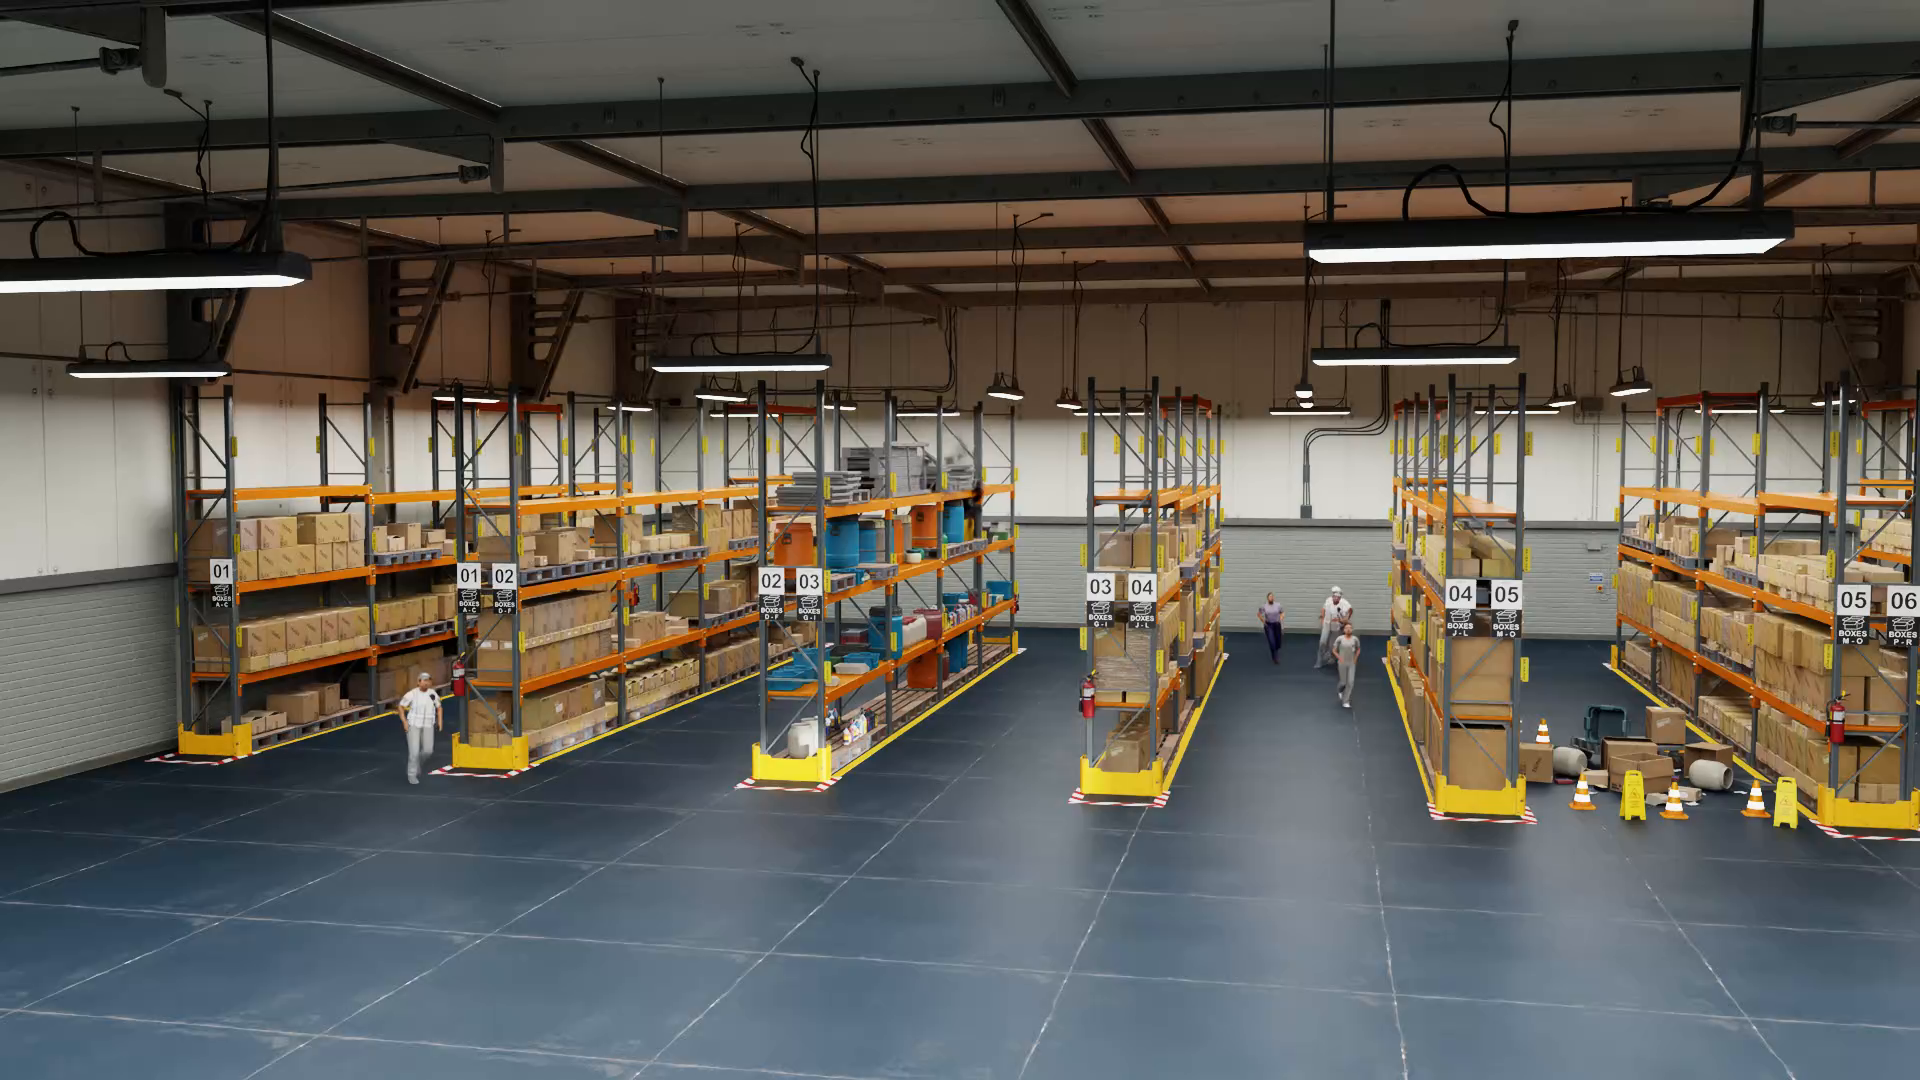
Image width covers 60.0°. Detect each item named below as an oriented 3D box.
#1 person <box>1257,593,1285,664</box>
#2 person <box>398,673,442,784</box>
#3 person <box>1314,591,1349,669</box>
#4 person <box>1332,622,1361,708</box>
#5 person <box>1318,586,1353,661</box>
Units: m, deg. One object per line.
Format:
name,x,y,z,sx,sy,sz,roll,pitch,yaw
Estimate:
person,7.252,2.051,38.757,0.616,1.616,0.759,0,3,-2
person,-8.076,2.812,24.940,0.648,1.624,0.514,-2,4,-32
person,8.477,2.032,37.757,0.705,1.798,0.817,1,3,24
person,7.448,2.391,32.012,0.556,1.633,0.733,0,3,1
person,8.759,1.964,38.992,0.675,1.776,0.764,-2,4,-34
